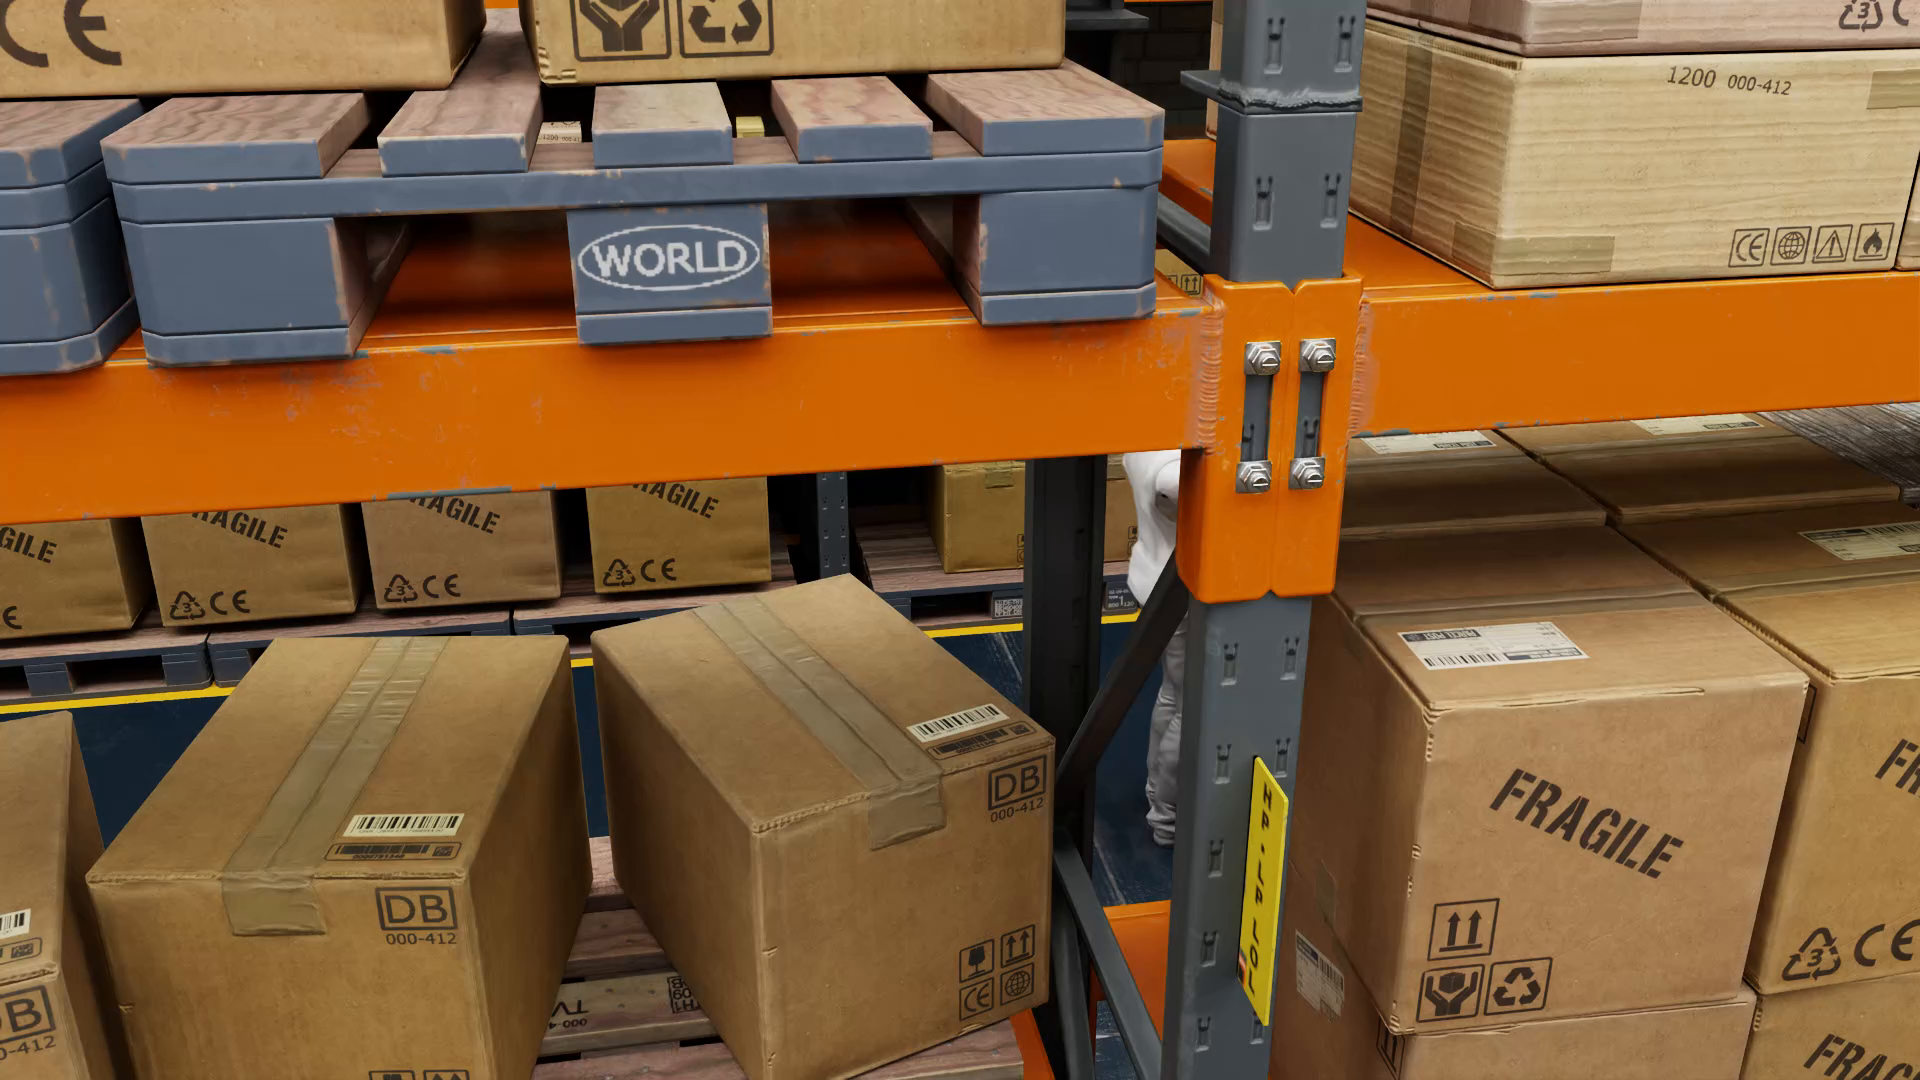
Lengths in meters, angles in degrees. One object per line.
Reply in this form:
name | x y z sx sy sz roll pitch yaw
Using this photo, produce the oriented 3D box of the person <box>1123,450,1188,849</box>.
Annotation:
person | 0.840 0.184 5.645 0.577 1.761 0.502 -4 24 -10
